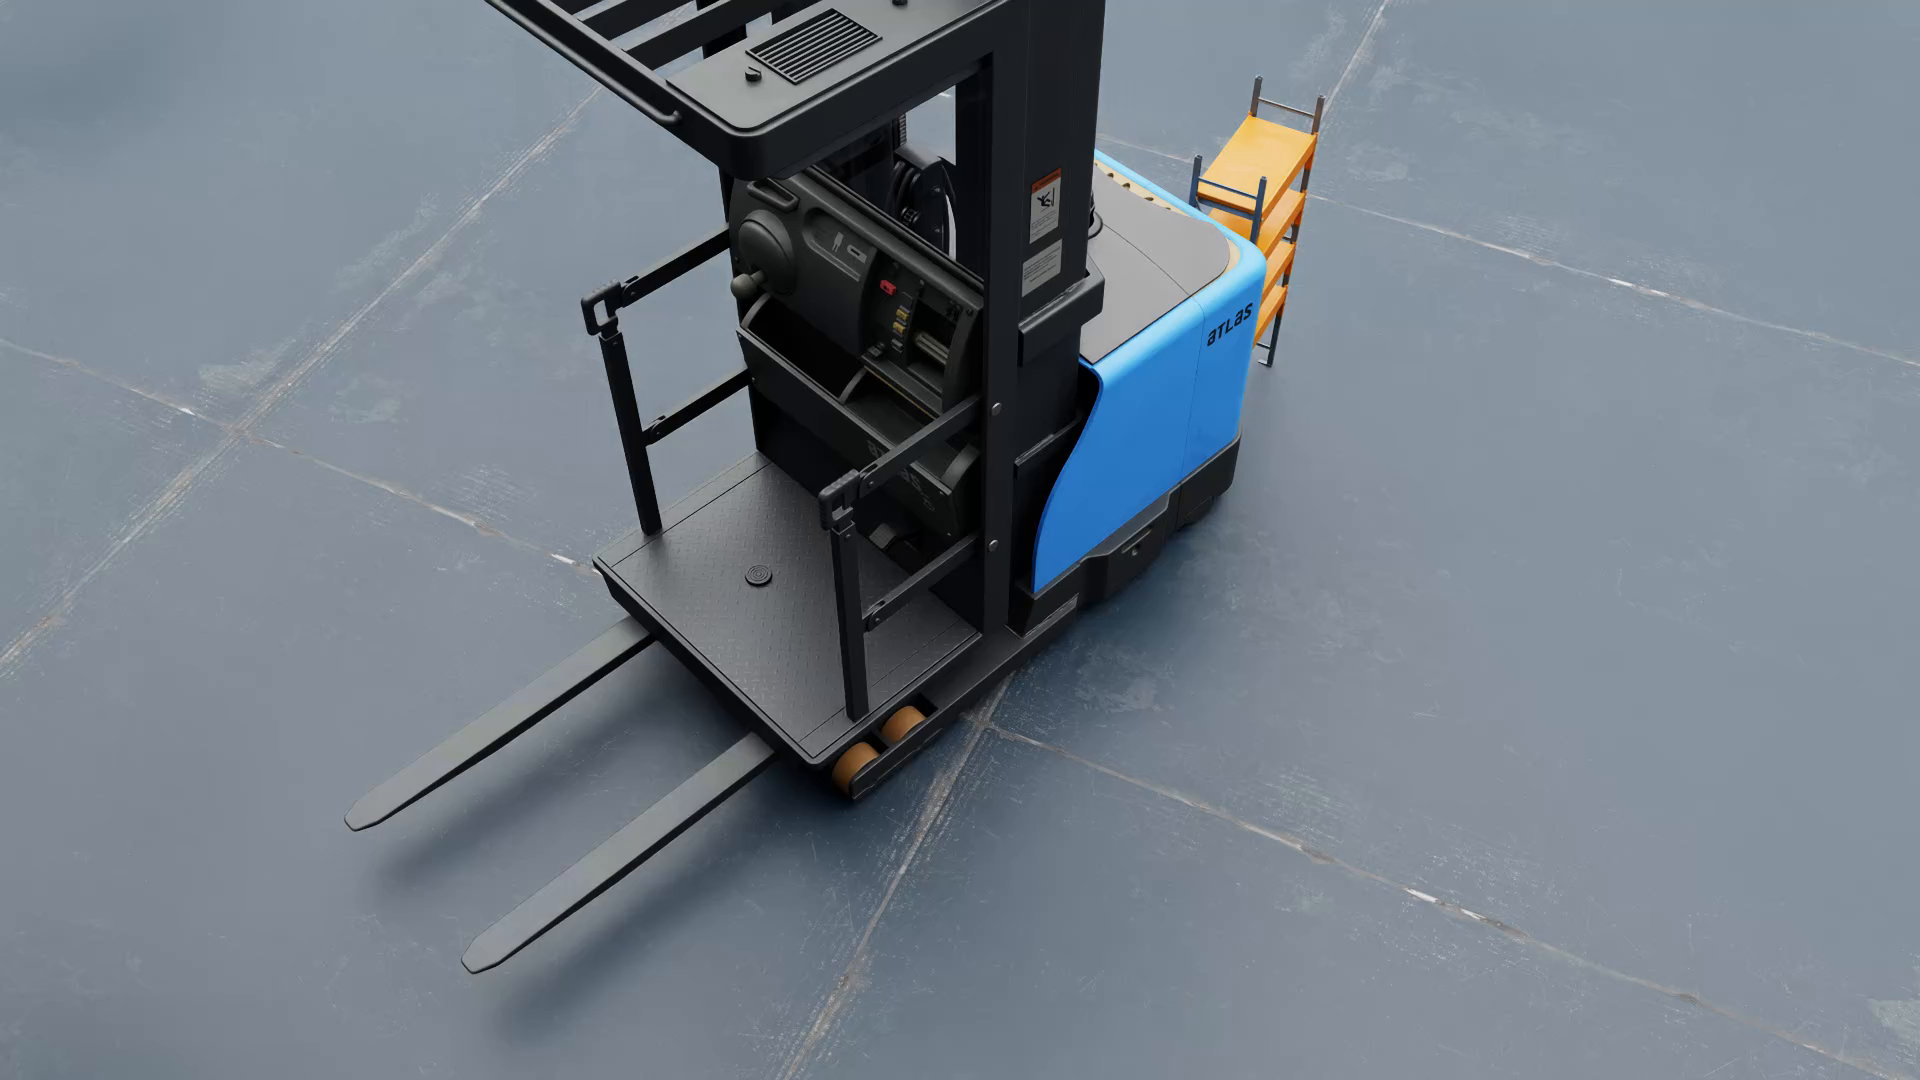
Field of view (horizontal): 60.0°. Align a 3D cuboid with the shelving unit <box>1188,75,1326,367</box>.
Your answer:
[{"bbox_3d":[0.960,-0.931,5.755,0.258,1.200,0.503,23,53,18],"label":"shelving unit"}]

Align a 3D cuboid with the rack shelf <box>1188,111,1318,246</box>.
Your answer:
[{"bbox_3d":[0.960,-1.186,5.455,0.258,0.148,0.480,23,53,18],"label":"rack shelf"}]

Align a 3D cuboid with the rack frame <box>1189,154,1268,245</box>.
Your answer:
[{"bbox_3d":[0.841,-0.769,5.617,0.240,1.200,0.015,23,53,18],"label":"rack frame"}]

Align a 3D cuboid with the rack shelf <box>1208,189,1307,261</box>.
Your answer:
[{"bbox_3d":[0.960,-1.033,5.635,0.258,0.148,0.480,23,53,18],"label":"rack shelf"}]

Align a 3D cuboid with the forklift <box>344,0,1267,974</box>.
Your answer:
[{"bbox_3d":[-0.450,-0.621,4.354,3.031,2.935,1.130,-36,58,-27],"label":"forklift"}]

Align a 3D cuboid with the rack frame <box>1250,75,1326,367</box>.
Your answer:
[{"bbox_3d":[1.080,-1.093,5.893,0.240,1.200,0.015,23,53,18],"label":"rack frame"}]

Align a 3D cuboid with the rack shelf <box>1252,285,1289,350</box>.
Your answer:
[{"bbox_3d":[0.960,-0.759,5.957,0.258,0.148,0.480,23,53,18],"label":"rack shelf"}]

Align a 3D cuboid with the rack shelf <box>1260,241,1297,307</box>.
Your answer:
[{"bbox_3d":[0.960,-0.888,5.806,0.258,0.148,0.480,23,53,18],"label":"rack shelf"}]
